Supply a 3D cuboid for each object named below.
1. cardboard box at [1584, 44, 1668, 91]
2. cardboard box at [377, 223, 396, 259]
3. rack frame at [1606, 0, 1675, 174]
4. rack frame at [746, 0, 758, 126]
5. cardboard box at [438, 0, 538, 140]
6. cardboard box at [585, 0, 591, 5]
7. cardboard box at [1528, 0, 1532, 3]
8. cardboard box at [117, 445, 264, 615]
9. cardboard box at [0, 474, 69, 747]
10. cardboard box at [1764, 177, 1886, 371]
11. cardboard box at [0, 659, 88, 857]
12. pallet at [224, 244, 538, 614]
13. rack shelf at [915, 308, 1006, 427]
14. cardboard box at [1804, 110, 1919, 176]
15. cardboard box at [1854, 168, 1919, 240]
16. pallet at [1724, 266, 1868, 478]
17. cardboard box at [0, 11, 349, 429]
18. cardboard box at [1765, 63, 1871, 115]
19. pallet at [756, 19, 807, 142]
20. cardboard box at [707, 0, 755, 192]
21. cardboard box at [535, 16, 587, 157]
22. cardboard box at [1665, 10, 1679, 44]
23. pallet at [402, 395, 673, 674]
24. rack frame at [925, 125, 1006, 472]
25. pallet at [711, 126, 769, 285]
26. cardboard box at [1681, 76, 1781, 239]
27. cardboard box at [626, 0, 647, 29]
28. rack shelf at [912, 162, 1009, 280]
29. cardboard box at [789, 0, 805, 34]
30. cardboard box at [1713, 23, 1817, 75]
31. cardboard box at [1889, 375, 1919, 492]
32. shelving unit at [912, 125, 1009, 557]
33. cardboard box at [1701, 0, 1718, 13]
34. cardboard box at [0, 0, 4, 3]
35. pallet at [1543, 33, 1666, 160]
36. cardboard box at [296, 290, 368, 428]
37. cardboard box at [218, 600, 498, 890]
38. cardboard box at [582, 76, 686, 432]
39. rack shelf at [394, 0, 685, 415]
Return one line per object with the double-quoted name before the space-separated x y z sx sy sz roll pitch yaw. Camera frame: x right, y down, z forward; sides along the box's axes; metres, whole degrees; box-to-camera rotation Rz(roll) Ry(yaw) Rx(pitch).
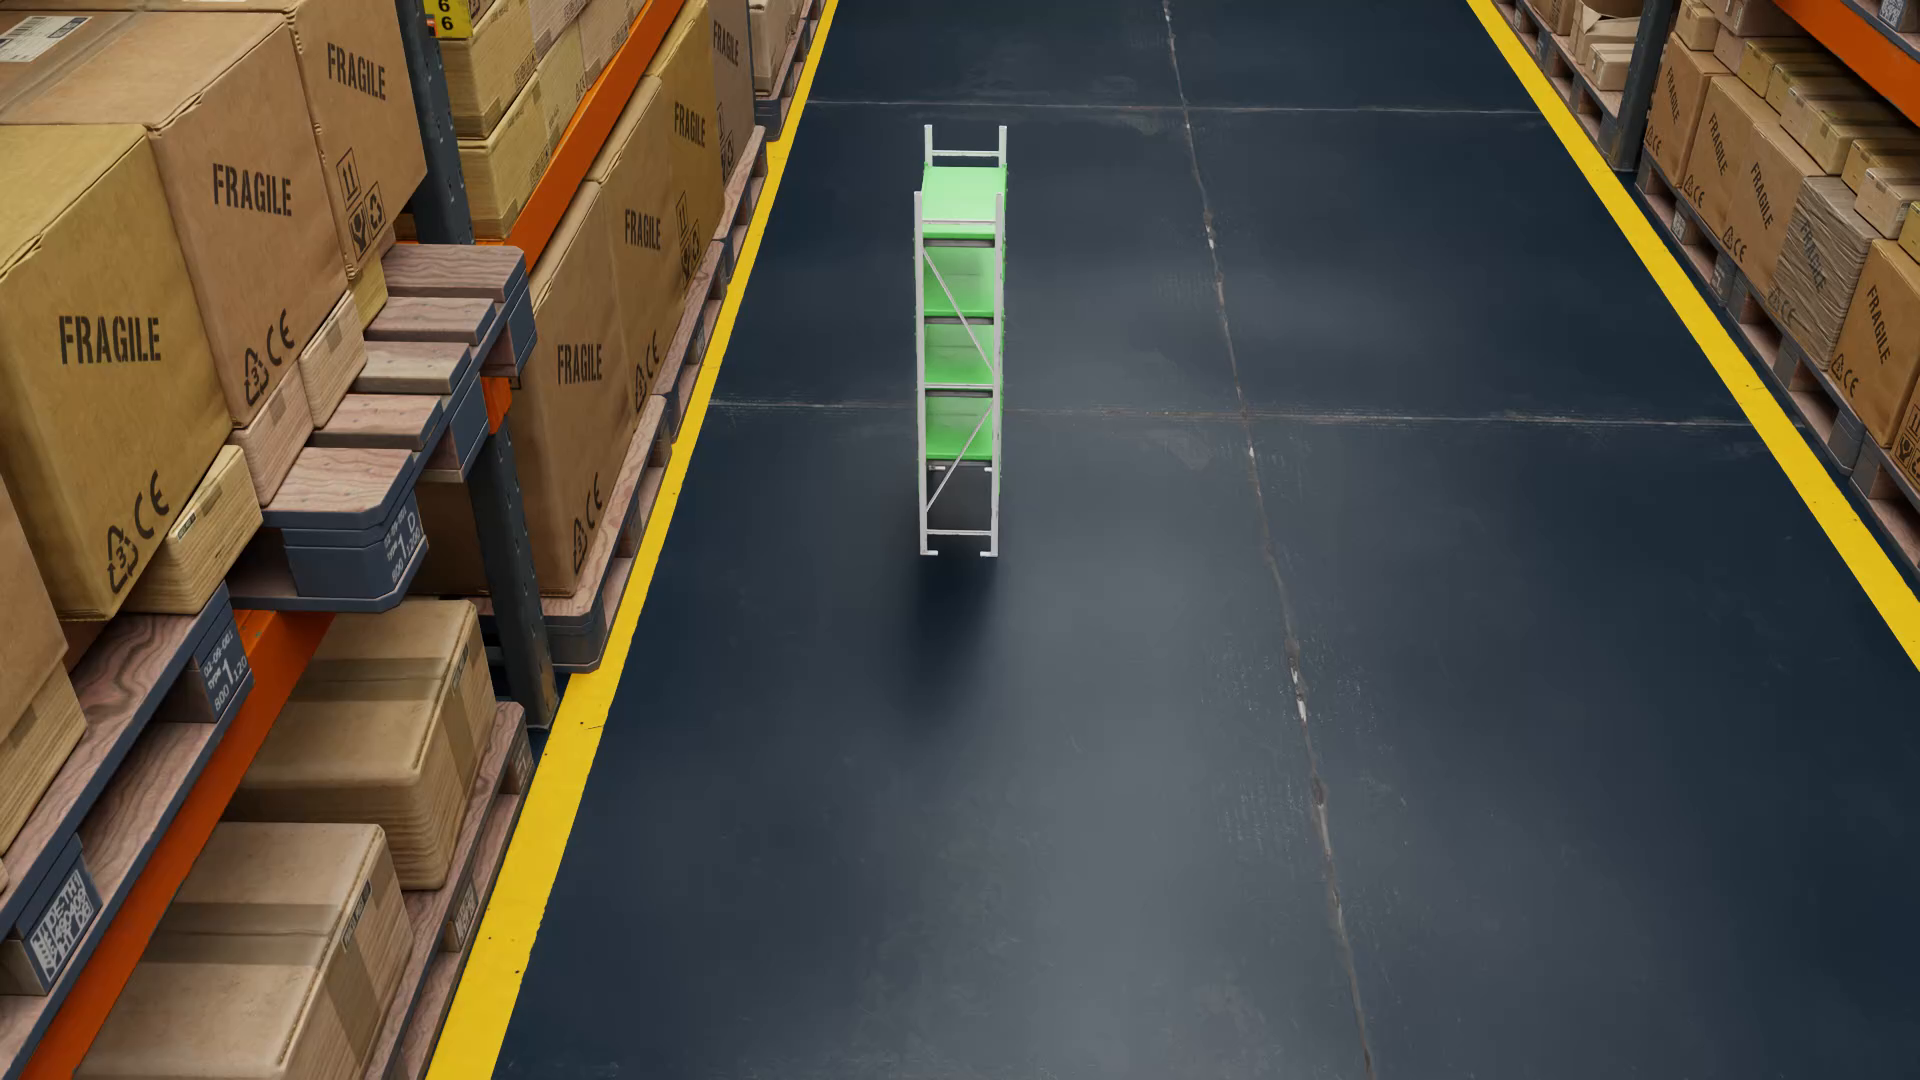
"cardboard box" 3.238 -2.271 7.987 0.380 0.149 0.250 0 35 0
"cardboard box" -1.389 -0.628 3.389 0.380 0.149 0.250 3 35 4
"rack frame" 3.509 -2.939 6.823 1.000 3.000 0.127 1 35 2
"rack frame" -1.451 -3.051 6.983 1.000 3.000 0.127 1 35 2
"cardboard box" -1.344 -1.182 4.018 0.500 0.250 0.500 1 35 2
"cardboard box" -1.290 -1.765 4.848 0.500 0.250 0.500 1 35 2
"cardboard box" 3.356 -3.245 9.067 0.500 0.500 0.500 2 35 3
"cardboard box" -1.308 -0.024 2.529 0.380 0.149 0.250 2 35 3
"cardboard box" -1.404 0.081 1.815 0.500 0.500 0.500 0 35 0
"cardboard box" 3.202 -0.925 5.765 0.500 0.500 0.500 0 35 0
"cardboard box" -1.372 0.264 2.119 0.380 0.149 0.250 0 35 0
"pallet" -1.533 -0.263 3.182 1.213 0.211 1.003 1 35 2
"rack shelf" 0.007 -0.534 5.077 0.258 0.148 0.480 1 35 2
"cardboard box" 3.239 -1.402 5.880 0.380 0.149 0.250 3 35 4
"cardboard box" 3.197 -1.106 5.459 0.380 0.149 0.250 0 35 0
"pallet" 3.468 -0.627 5.958 1.003 0.211 1.213 1 35 2
"cardboard box" -1.362 -0.523 2.674 0.500 0.500 0.500 1 35 1
"cardboard box" 3.299 -1.687 6.286 0.380 0.149 0.250 1 35 1
"pallet" -1.342 -2.345 8.404 1.003 0.211 1.213 1 35 2
"cardboard box" -1.396 -1.996 6.964 0.875 0.875 0.875 2 35 3
"cardboard box" -1.337 -1.263 4.568 0.500 0.250 0.500 0 35 1
"cardboard box" 3.789 -2.567 8.409 0.380 0.149 0.250 1 35 1
"pallet" -1.504 -0.063 5.157 1.003 0.211 1.213 1 35 2
"rack frame" 0.016 -0.726 5.240 0.240 1.200 0.015 1 35 2
"pallet" -1.406 -1.465 7.151 1.003 0.211 1.213 1 35 2
"cardboard box" 3.253 -1.509 6.597 0.500 0.500 0.500 1 35 1
"cardboard box" -1.294 -1.847 5.400 0.500 0.250 0.500 1 35 2
"rack shelf" 0.007 -0.926 4.801 0.258 0.148 0.480 1 35 2
"cardboard box" -1.283 -3.047 8.840 0.875 0.438 0.875 0 35 0
"cardboard box" 3.295 -1.992 6.721 0.380 0.149 0.250 0 35 1
"cardboard box" 3.181 -0.325 4.912 0.500 0.500 0.500 1 35 1
"shelving unit" 0.007 -0.586 5.040 0.258 1.200 0.503 1 35 2
"cardboard box" 3.290 -2.274 6.862 0.380 0.149 0.250 1 35 1
"cardboard box" -1.861 -0.834 3.118 0.500 0.500 0.500 0 35 1
"pallet" 3.538 -2.192 8.186 1.003 0.211 1.213 1 35 2
"cardboard box" -1.293 -0.327 2.960 0.380 0.149 0.250 1 35 1
"cardboard box" -1.644 0.475 3.886 0.950 0.372 0.625 -1 35 -1
"cardboard box" -1.460 -0.963 5.494 0.875 0.875 0.875 2 35 2
"rack shelf" -1.531 -1.608 5.555 1.077 0.370 4.000 1 35 2
